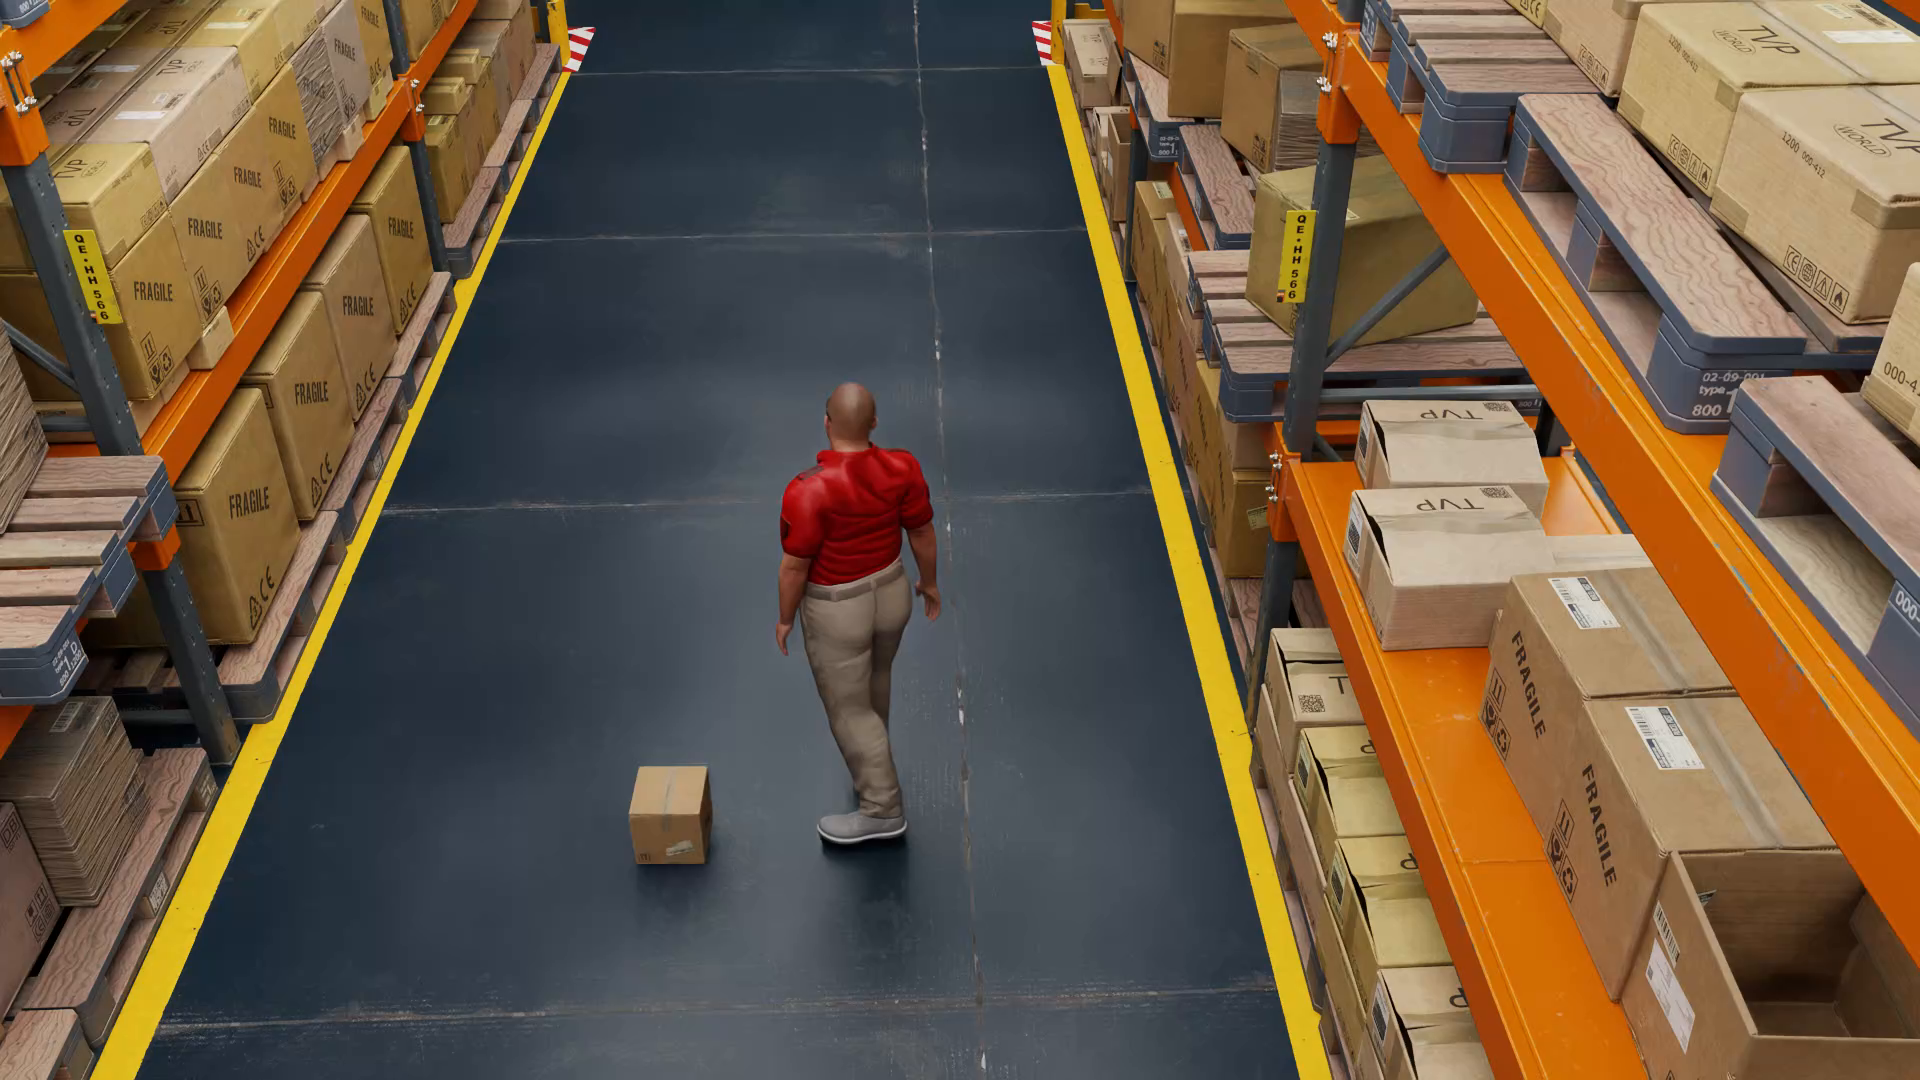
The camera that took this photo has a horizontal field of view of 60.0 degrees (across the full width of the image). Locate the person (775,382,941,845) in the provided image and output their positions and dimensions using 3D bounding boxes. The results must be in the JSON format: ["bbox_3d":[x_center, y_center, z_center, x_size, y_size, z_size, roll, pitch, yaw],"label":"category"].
[{"bbox_3d":[-0.339,0.234,5.826,0.614,1.710,0.611,-23,41,-29],"label":"person"}]
